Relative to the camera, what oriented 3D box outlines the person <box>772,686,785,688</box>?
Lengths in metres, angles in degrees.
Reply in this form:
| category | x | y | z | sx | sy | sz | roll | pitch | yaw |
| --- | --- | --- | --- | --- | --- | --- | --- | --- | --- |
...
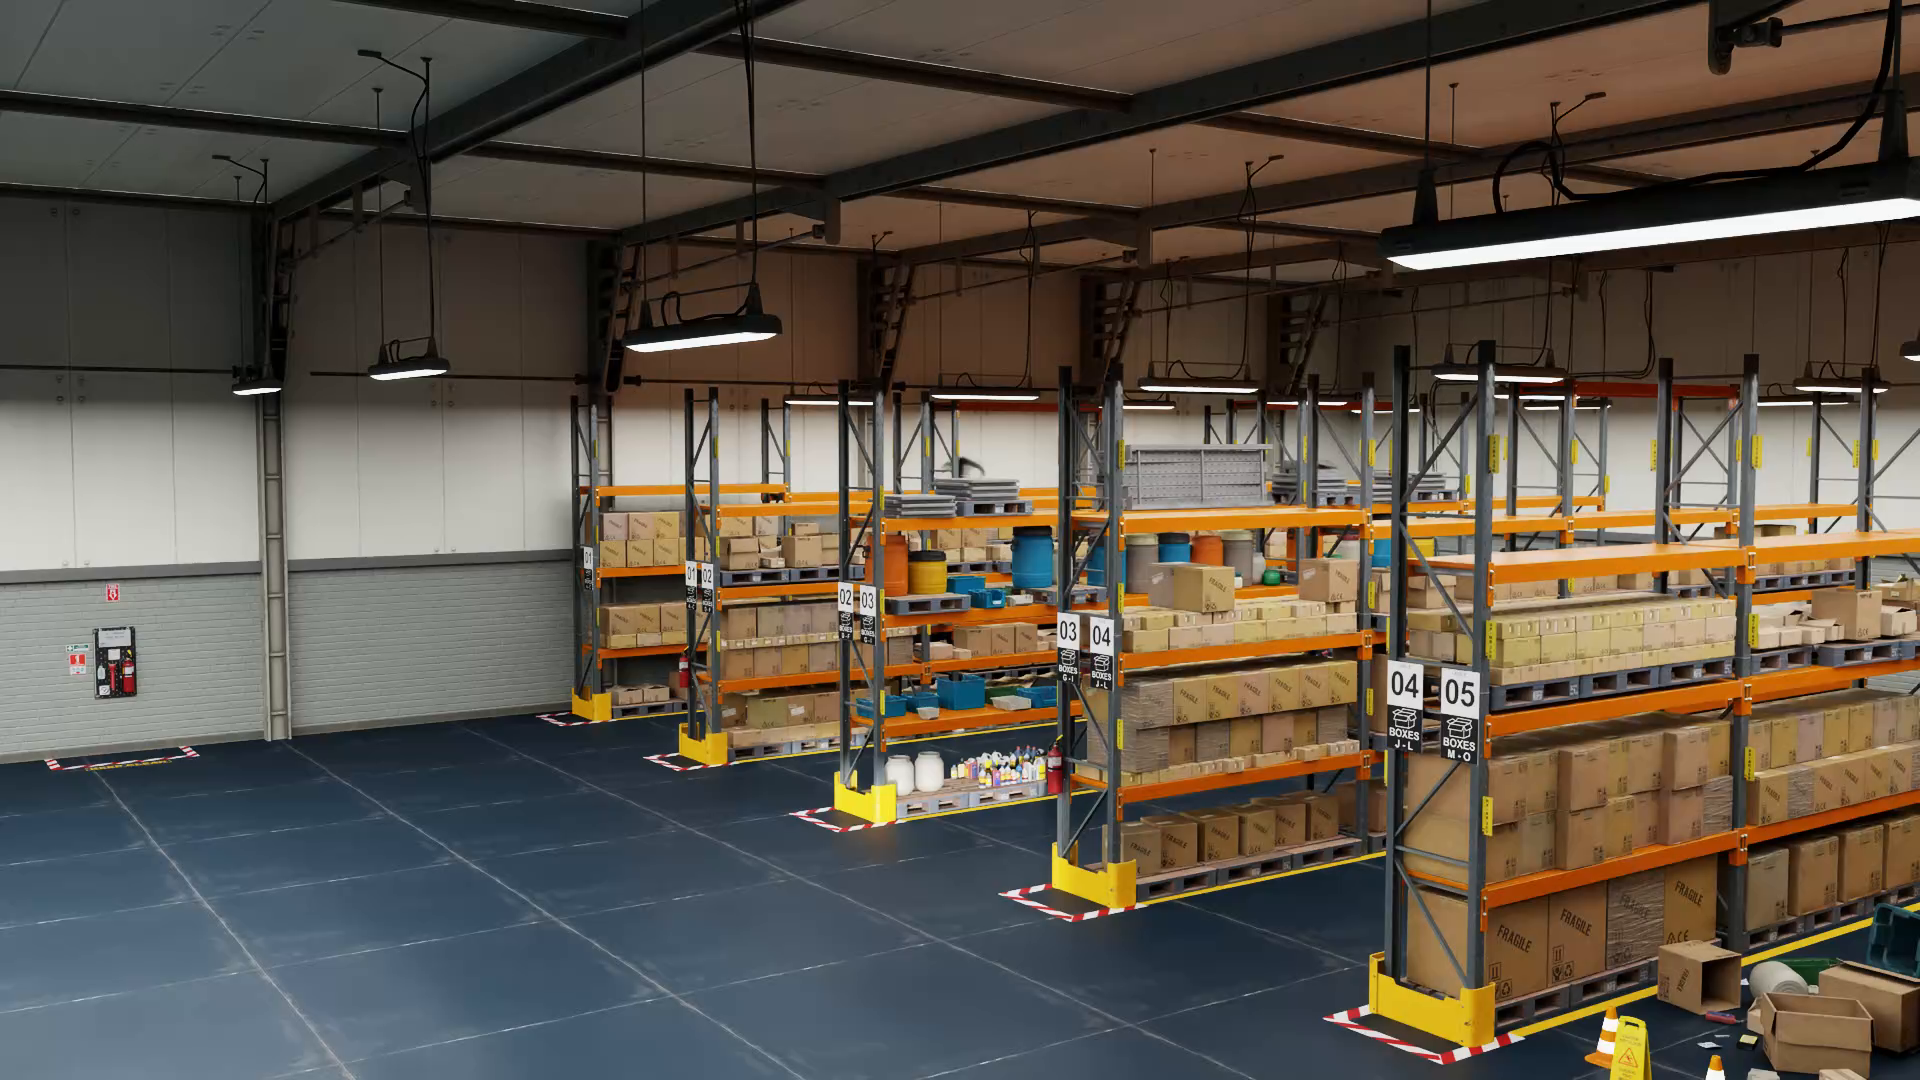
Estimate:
| category | x | y | z | sx | sy | sz | roll | pitch | yaw |
| --- | --- | --- | --- | --- | --- | --- | --- | --- | --- |
| person | -3.287 | 2.513 | 30.715 | 0.571 | 1.588 | 0.710 | -2 | 4 | -29 |
